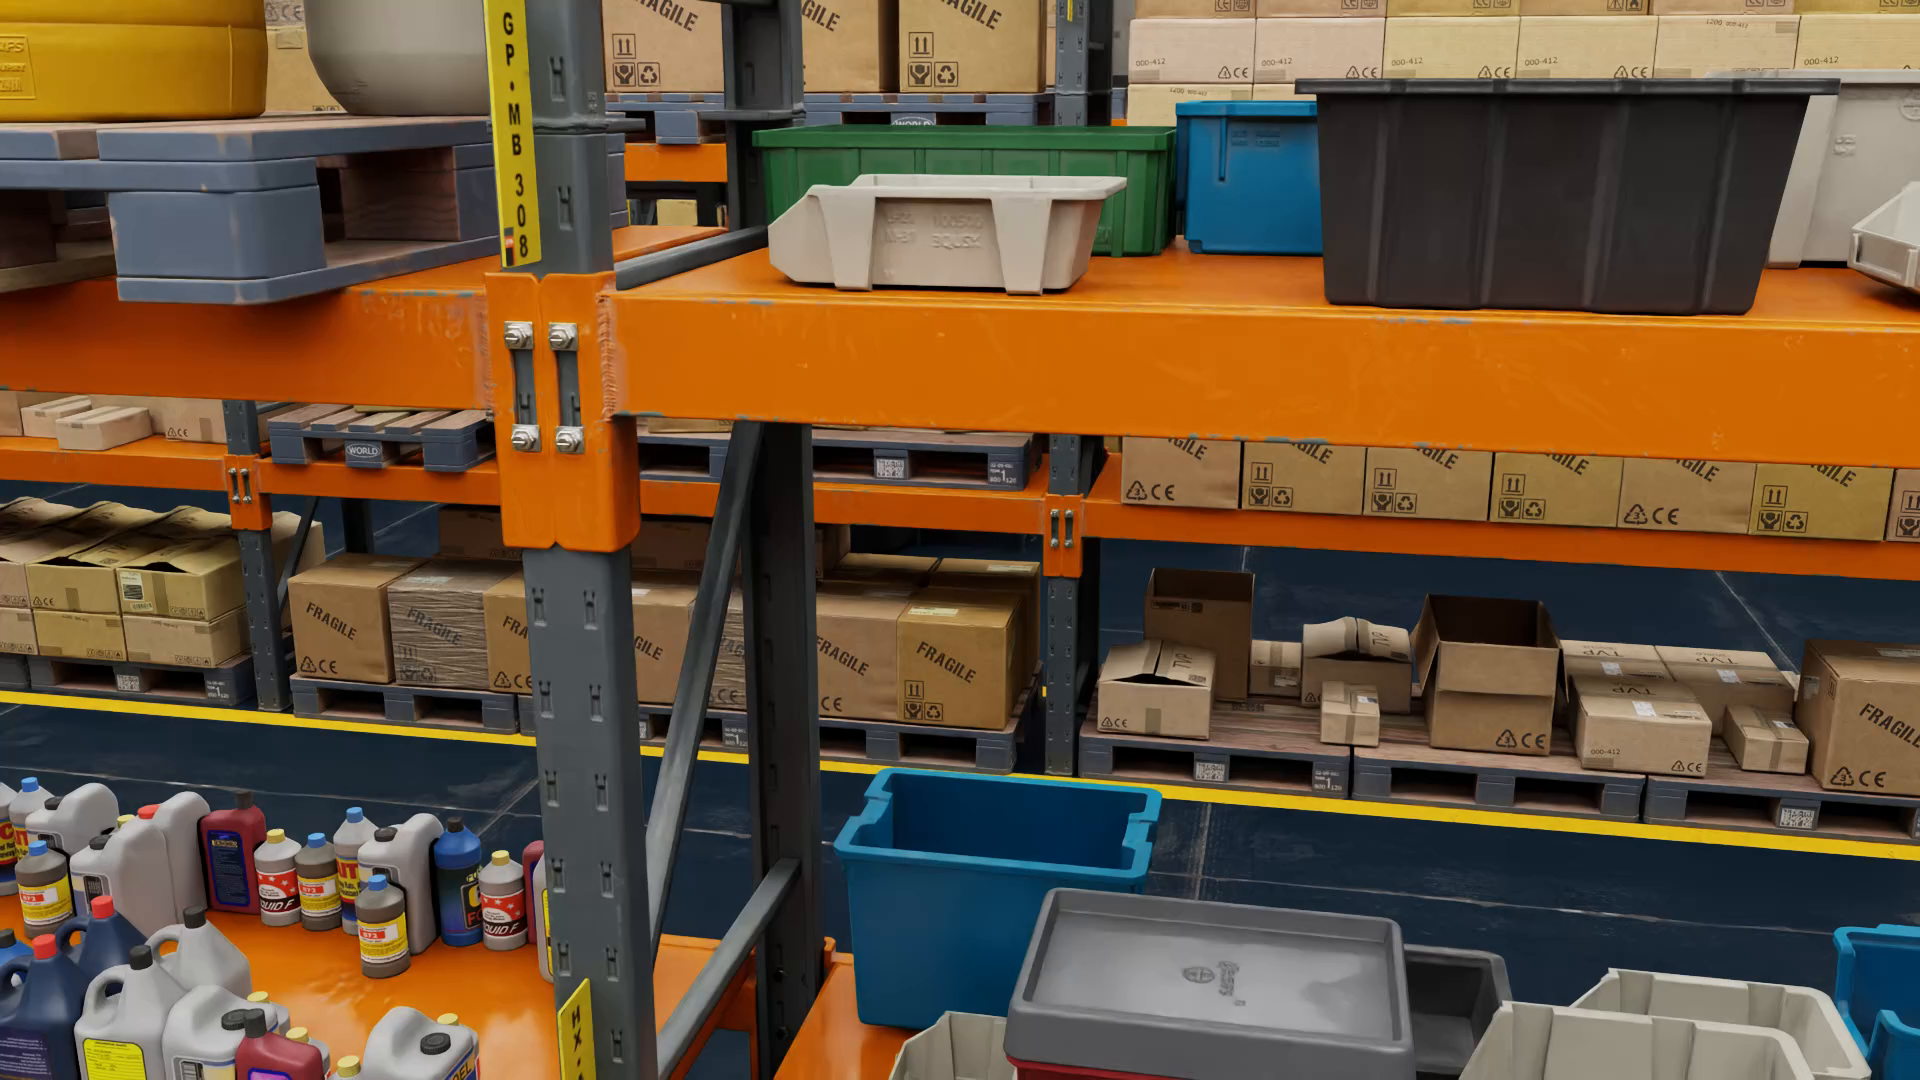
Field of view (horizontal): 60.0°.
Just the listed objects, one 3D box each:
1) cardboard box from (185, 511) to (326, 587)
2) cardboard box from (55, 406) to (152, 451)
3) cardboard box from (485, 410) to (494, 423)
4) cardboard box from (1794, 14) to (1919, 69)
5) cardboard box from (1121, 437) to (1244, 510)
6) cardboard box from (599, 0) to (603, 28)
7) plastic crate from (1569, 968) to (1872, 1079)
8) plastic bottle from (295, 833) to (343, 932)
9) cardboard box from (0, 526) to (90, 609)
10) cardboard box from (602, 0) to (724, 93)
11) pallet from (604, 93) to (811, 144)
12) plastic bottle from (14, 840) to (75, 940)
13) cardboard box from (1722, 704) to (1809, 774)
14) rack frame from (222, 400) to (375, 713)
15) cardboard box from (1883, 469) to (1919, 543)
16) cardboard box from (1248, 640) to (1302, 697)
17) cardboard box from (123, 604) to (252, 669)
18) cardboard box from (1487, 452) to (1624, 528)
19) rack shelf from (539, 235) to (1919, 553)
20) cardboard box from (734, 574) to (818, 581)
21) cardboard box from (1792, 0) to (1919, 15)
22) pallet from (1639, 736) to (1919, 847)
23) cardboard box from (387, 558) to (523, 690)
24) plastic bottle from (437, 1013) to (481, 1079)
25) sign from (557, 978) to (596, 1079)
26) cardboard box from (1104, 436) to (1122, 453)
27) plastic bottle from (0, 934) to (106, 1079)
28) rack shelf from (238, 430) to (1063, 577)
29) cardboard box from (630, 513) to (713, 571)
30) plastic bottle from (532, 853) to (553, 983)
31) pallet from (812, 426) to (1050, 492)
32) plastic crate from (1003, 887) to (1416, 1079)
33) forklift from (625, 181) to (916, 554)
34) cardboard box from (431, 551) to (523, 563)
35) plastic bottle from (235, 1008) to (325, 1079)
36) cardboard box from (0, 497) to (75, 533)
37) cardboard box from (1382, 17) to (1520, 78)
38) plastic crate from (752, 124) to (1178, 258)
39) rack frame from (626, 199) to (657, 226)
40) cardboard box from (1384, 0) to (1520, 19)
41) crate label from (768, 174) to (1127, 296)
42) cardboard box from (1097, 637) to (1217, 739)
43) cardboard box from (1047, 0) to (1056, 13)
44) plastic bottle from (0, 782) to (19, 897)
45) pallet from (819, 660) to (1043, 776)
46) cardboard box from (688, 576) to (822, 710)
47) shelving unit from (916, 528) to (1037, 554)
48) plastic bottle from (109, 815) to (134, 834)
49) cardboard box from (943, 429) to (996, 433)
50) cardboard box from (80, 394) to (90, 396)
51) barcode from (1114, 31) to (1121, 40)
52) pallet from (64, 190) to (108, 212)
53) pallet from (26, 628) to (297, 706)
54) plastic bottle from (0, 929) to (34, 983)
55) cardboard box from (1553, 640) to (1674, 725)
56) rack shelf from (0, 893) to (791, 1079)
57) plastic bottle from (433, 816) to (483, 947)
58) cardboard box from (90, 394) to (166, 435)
[{"bbox_3d":[-3.827,0.039,9.046,0.500,0.311,0.500,4,16,13],"label":"cardboard box"},{"bbox_3d":[-4.309,-0.563,8.377,0.250,0.149,0.380,3,16,11],"label":"cardboard box"},{"bbox_3d":[-1.874,-0.857,7.992,0.500,0.500,0.700,6,17,22],"label":"cardboard box"},{"bbox_3d":[3.423,-1.884,6.402,0.500,0.250,0.500,3,16,11],"label":"cardboard box"},{"bbox_3d":[0.993,-0.446,7.295,0.500,0.500,0.500,4,16,13],"label":"cardboard box"},{"bbox_3d":[-1.946,-2.605,7.599,0.500,0.500,0.500,3,16,11],"label":"cardboard box"},{"bbox_3d":[1.323,0.912,2.963,0.466,0.136,0.293,3,16,11],"label":"plastic crate"},{"bbox_3d":[-1.383,0.733,3.598,0.097,0.201,0.097,0,15,0],"label":"plastic bottle"},{"bbox_3d":[-4.939,0.127,8.729,0.500,0.311,0.500,3,16,11],"label":"cardboard box"},{"bbox_3d":[-1.239,-2.357,7.600,0.600,0.600,0.600,2,16,9],"label":"cardboard box"},{"bbox_3d":[-1.094,-1.958,7.676,1.003,0.211,1.213,3,16,11],"label":"pallet"},{"bbox_3d":[-1.962,0.743,3.562,0.097,0.201,0.097,0,15,0],"label":"plastic bottle"},{"bbox_3d":[3.507,0.861,7.249,0.250,0.166,0.380,3,16,11],"label":"cardboard box"},{"bbox_3d":[-3.372,-0.709,8.431,0.127,3.000,1.000,3,16,11],"label":"rack frame"},{"bbox_3d":[3.974,-0.284,6.711,0.500,0.500,0.500,4,16,13],"label":"cardboard box"},{"bbox_3d":[1.542,0.626,8.128,0.250,0.149,0.380,3,16,11],"label":"cardboard box"},{"bbox_3d":[-3.936,0.450,8.613,0.500,0.250,0.500,3,16,12],"label":"cardboard box"},{"bbox_3d":[2.484,-0.365,7.005,0.500,0.500,0.500,3,16,10],"label":"cardboard box"},{"bbox_3d":[1.517,-0.193,2.298,4.000,0.370,1.077,3,16,11],"label":"rack shelf"},{"bbox_3d":[-0.891,0.353,8.456,0.500,0.500,0.500,3,16,12],"label":"cardboard box"},{"bbox_3d":[3.488,-2.331,6.607,0.500,0.500,0.700,3,16,11],"label":"cardboard box"},{"bbox_3d":[3.612,1.015,7.434,1.213,0.211,1.003,3,16,11],"label":"pallet"},{"bbox_3d":[-2.469,0.409,8.254,0.500,0.500,0.500,3,16,9],"label":"cardboard box"},{"bbox_3d":[-0.887,0.925,2.904,0.097,0.201,0.097,0,15,0],"label":"plastic bottle"},{"bbox_3d":[-0.555,0.810,2.430,0.005,0.325,0.100,3,16,11],"label":"sign"},{"bbox_3d":[0.868,-0.959,12.575,0.750,0.750,0.750,3,16,12],"label":"cardboard box"},{"bbox_3d":[-1.590,0.850,2.896,0.185,0.351,0.144,3,16,11],"label":"plastic bottle"},{"bbox_3d":[-1.412,-0.256,8.143,4.000,0.370,1.077,3,16,11],"label":"rack shelf"},{"bbox_3d":[-1.349,-0.034,8.449,0.500,0.250,0.500,3,16,10],"label":"cardboard box"},{"bbox_3d":[-0.763,0.718,3.374,0.185,0.351,0.144,3,16,11],"label":"plastic bottle"},{"bbox_3d":[-0.214,-0.474,7.945,1.213,0.211,1.003,3,16,11],"label":"pallet"},{"bbox_3d":[0.382,0.853,2.561,0.583,0.464,0.402,3,16,11],"label":"plastic crate"},{"bbox_3d":[-1.743,-1.511,11.456,3.031,2.935,1.130,4,16,15],"label":"forklift"},{"bbox_3d":[-2.409,0.272,8.749,0.500,0.500,0.500,4,16,13],"label":"cardboard box"},{"bbox_3d":[-1.129,0.919,2.773,0.133,0.283,0.061,3,16,11],"label":"plastic bottle"},{"bbox_3d":[-5.346,-0.042,9.337,0.500,0.311,0.500,3,16,10],"label":"cardboard box"},{"bbox_3d":[1.953,-1.963,6.687,0.500,0.250,0.500,3,16,11],"label":"cardboard box"},{"bbox_3d":[0.032,-0.600,2.818,0.662,0.188,0.450,3,16,11],"label":"plastic crate"},{"bbox_3d":[-2.389,-2.005,13.110,0.127,3.000,1.000,3,16,11],"label":"rack frame"},{"bbox_3d":[1.985,-2.367,6.739,0.500,0.500,0.700,3,16,11],"label":"cardboard box"},{"bbox_3d":[-0.021,-0.417,2.254,0.466,0.136,0.293,3,16,11],"label":"crate label"},{"bbox_3d":[0.916,0.667,7.679,0.500,0.311,0.500,3,16,11],"label":"cardboard box"},{"bbox_3d":[0.695,-3.940,12.062,0.500,0.250,0.500,4,16,15],"label":"cardboard box"},{"bbox_3d":[-2.159,0.657,3.741,0.097,0.271,0.097,0,15,0],"label":"plastic bottle"},{"bbox_3d":[-0.257,0.815,8.156,1.213,0.211,1.003,3,16,11],"label":"pallet"},{"bbox_3d":[-0.967,0.490,7.962,0.500,0.500,0.500,3,16,12],"label":"cardboard box"},{"bbox_3d":[0.114,-0.709,11.241,0.755,1.500,0.431,4,16,15],"label":"shelving unit"},{"bbox_3d":[-1.836,0.709,3.687,0.097,0.201,0.097,0,15,0],"label":"plastic bottle"},{"bbox_3d":[0.128,-0.830,7.896,0.500,0.500,0.700,-2,16,-8],"label":"cardboard box"},{"bbox_3d":[-7.333,-1.270,14.315,0.500,0.500,0.500,2,16,7],"label":"cardboard box"},{"bbox_3d":[1.152,-3.709,12.219,0.075,0.075,0.001,5,16,16],"label":"barcode"},{"bbox_3d":[-2.343,-0.631,2.884,1.213,0.211,1.003,3,16,11],"label":"pallet"},{"bbox_3d":[-4.171,0.581,8.999,1.213,0.211,1.003,3,16,11],"label":"pallet"},{"bbox_3d":[-1.739,0.845,3.062,0.097,0.271,0.097,0,15,0],"label":"plastic bottle"},{"bbox_3d":[3.011,0.674,7.768,0.500,0.250,0.500,3,16,11],"label":"cardboard box"},{"bbox_3d":[-2.403,1.040,3.466,4.000,0.370,1.077,3,16,11],"label":"rack shelf"},{"bbox_3d":[-1.060,0.717,3.526,0.097,0.271,0.097,0,15,0],"label":"plastic bottle"},{"bbox_3d":[-4.210,-0.764,8.798,0.500,0.311,0.500,3,16,10],"label":"cardboard box"}]
